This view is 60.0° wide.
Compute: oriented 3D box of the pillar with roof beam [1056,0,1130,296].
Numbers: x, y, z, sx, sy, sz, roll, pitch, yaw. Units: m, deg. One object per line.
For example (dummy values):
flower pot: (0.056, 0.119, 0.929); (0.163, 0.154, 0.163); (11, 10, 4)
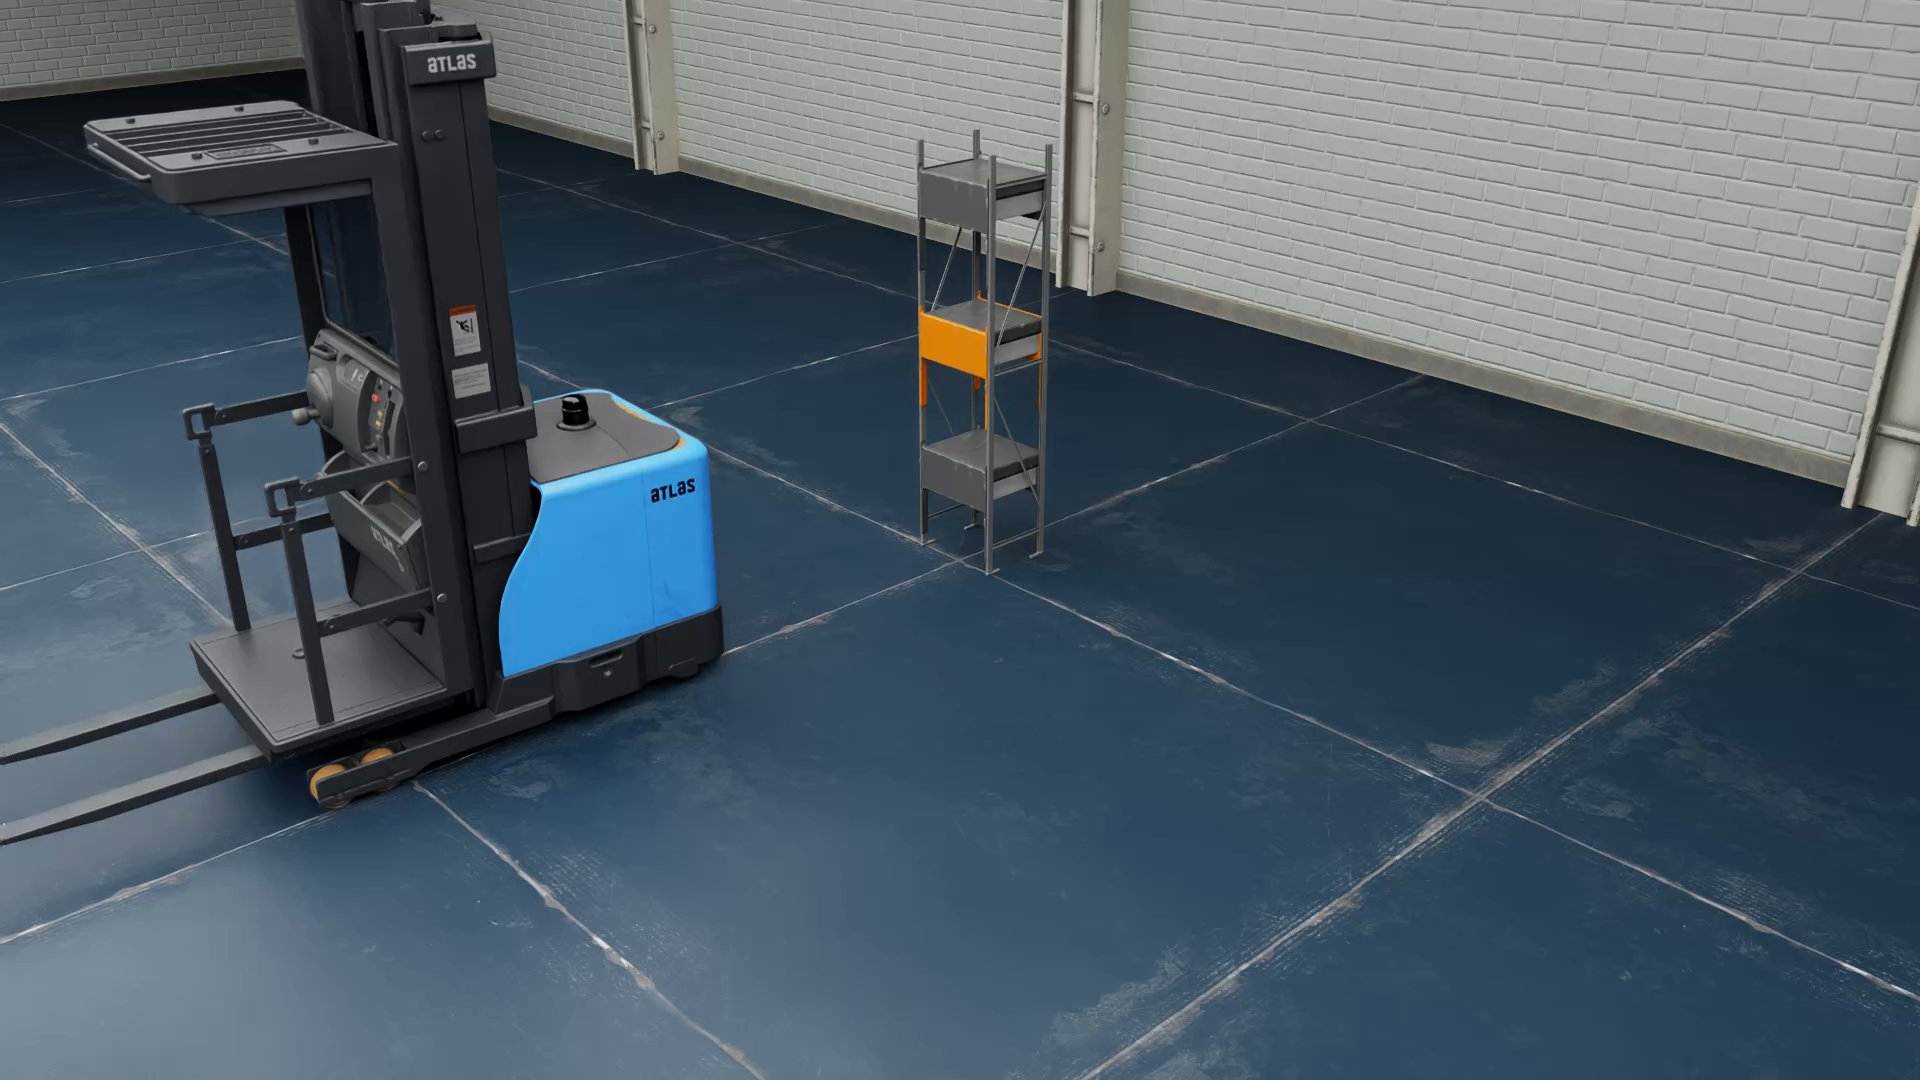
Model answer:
pillar with roof beam: (-2.143, -4.863, 8.569); (9.100, 9.000, 0.400); (-21, 32, -38)

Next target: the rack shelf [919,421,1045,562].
rack shelf: (0.113, -0.256, 8.500); (0.431, 0.518, 0.480); (-21, 32, -38)

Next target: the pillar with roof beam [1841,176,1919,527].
pillar with roof beam: (1.957, -3.046, 4.584); (9.100, 9.000, 0.400); (-21, 32, -38)

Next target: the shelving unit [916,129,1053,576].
shelving unit: (0.113, -0.905, 8.204); (0.431, 2.100, 0.503); (-21, 32, -38)

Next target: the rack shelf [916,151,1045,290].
rack shelf: (0.113, -1.530, 7.919); (0.431, 0.518, 0.480); (-21, 32, -38)

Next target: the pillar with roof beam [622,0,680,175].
pillar with roof beam: (-6.244, -6.681, 12.553); (9.100, 9.000, 0.400); (-21, 32, -38)

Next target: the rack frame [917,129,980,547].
rack frame: (-0.054, -0.979, 8.366); (0.400, 2.100, 0.015); (-21, 32, -38)

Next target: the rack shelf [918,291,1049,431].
rack shelf: (0.113, -0.893, 8.210); (0.431, 0.518, 0.480); (-21, 32, -38)

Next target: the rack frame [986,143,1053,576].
rack frame: (0.280, -0.831, 8.042); (0.400, 2.100, 0.015); (-21, 32, -38)

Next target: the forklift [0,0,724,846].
forklift: (-2.527, -0.538, 6.397); (3.031, 2.935, 1.130); (-18, 30, -35)
